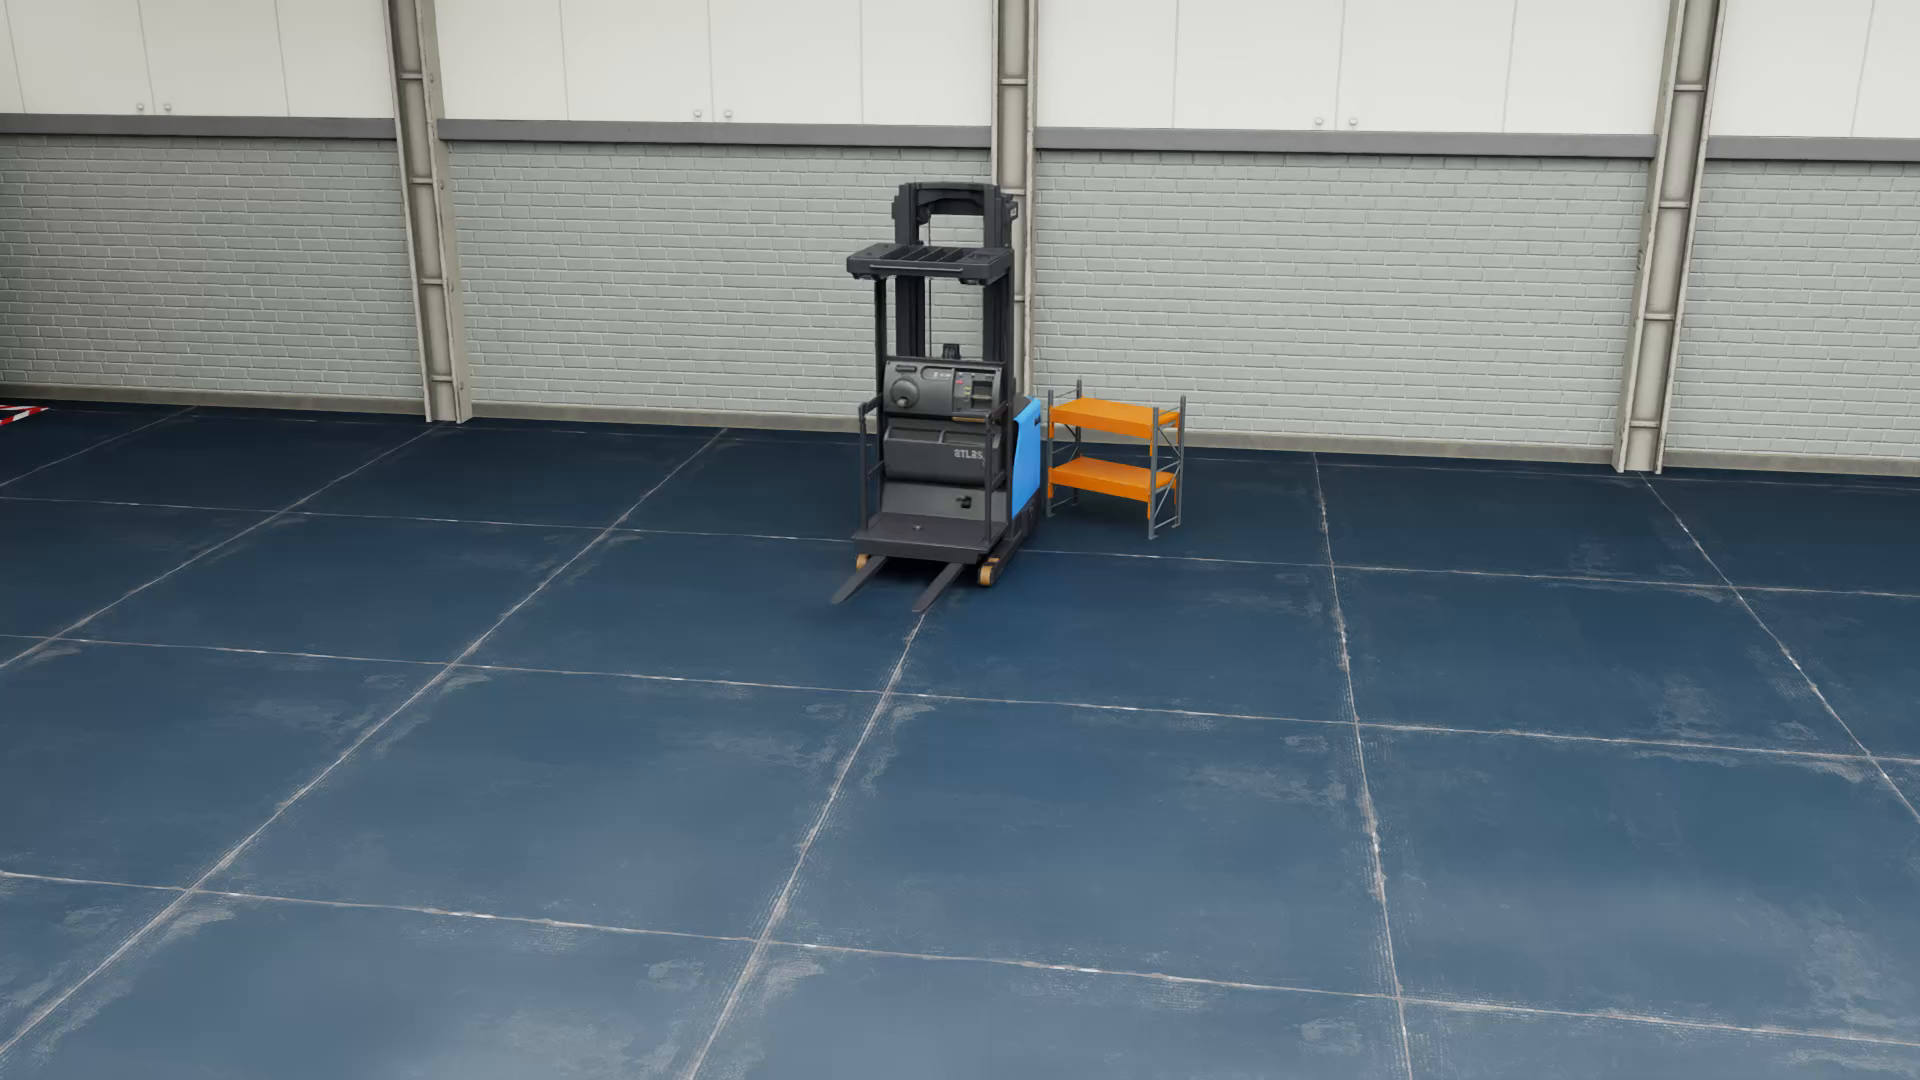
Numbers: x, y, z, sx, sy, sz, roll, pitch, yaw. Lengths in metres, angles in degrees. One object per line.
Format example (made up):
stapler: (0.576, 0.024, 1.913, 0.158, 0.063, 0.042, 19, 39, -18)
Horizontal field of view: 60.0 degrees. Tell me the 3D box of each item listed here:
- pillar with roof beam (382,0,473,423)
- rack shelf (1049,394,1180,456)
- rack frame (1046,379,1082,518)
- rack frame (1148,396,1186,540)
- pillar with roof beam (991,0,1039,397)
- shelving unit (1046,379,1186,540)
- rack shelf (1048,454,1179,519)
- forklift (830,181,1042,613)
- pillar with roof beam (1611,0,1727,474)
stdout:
pillar with roof beam: (-6.094, -4.204, 12.185, 0.400, 9.000, 9.100, 3, 19, 9)
rack shelf: (1.312, -0.976, 14.026, 1.000, 0.278, 0.538, 13, 22, 34)
rack frame: (0.900, -0.793, 14.401, 0.032, 1.125, 0.500, 13, 22, 34)
rack frame: (1.724, -0.604, 13.836, 0.032, 1.125, 0.500, 13, 22, 34)
pillar with roof beam: (-0.169, -3.902, 11.283, 0.400, 9.000, 9.100, 3, 19, 9)
shelving unit: (1.312, -0.699, 14.119, 1.048, 1.125, 0.538, 13, 22, 34)
rack shelf: (1.312, -0.467, 14.197, 1.000, 0.278, 0.538, 13, 22, 34)
forklift: (-0.192, -1.168, 12.675, 1.130, 2.935, 3.031, 5, 19, 15)
pillar with roof beam: (5.755, -3.600, 10.380, 0.400, 9.000, 9.100, 3, 19, 9)
